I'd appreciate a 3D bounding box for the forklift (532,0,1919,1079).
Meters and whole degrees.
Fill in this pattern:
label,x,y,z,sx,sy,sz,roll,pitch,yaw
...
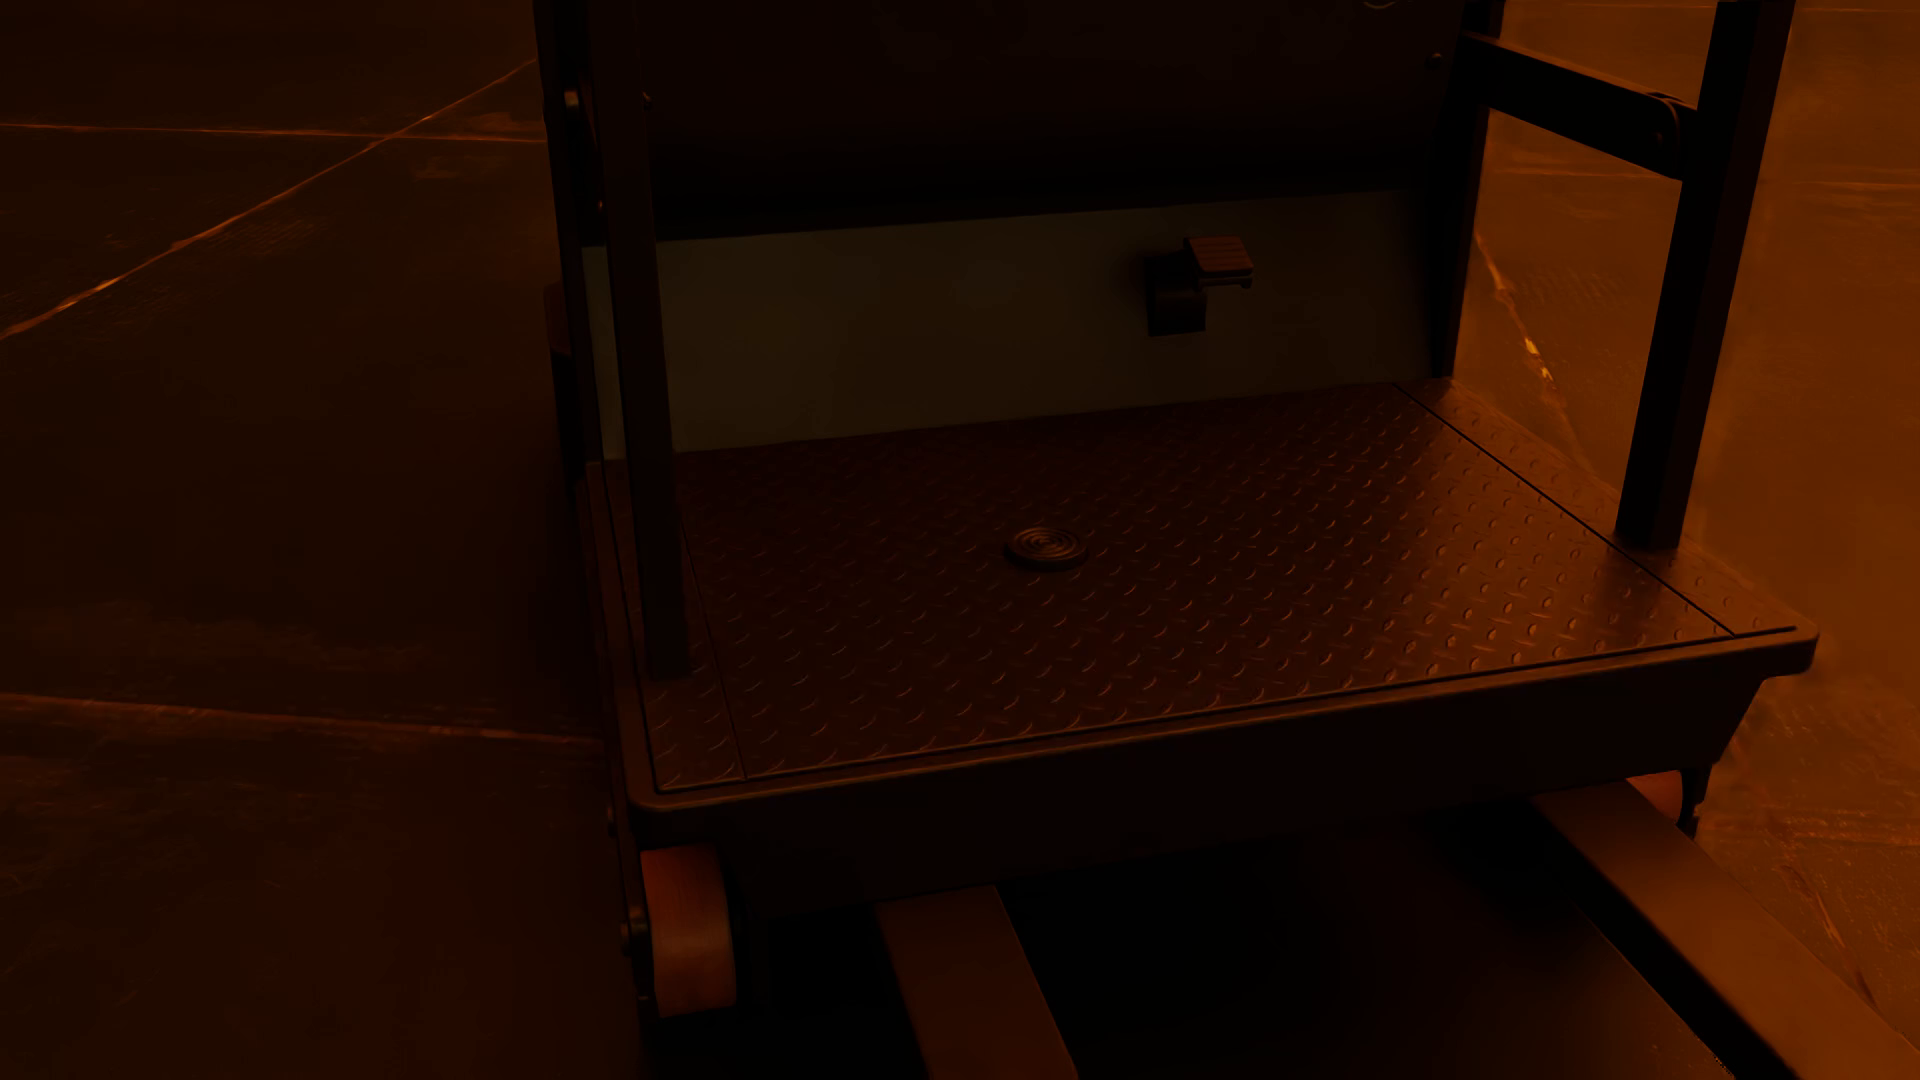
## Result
label,x,y,z,sx,sy,sz,roll,pitch,yaw
forklift,0.153,-1.049,1.319,1.130,2.935,3.031,-7,27,-13
